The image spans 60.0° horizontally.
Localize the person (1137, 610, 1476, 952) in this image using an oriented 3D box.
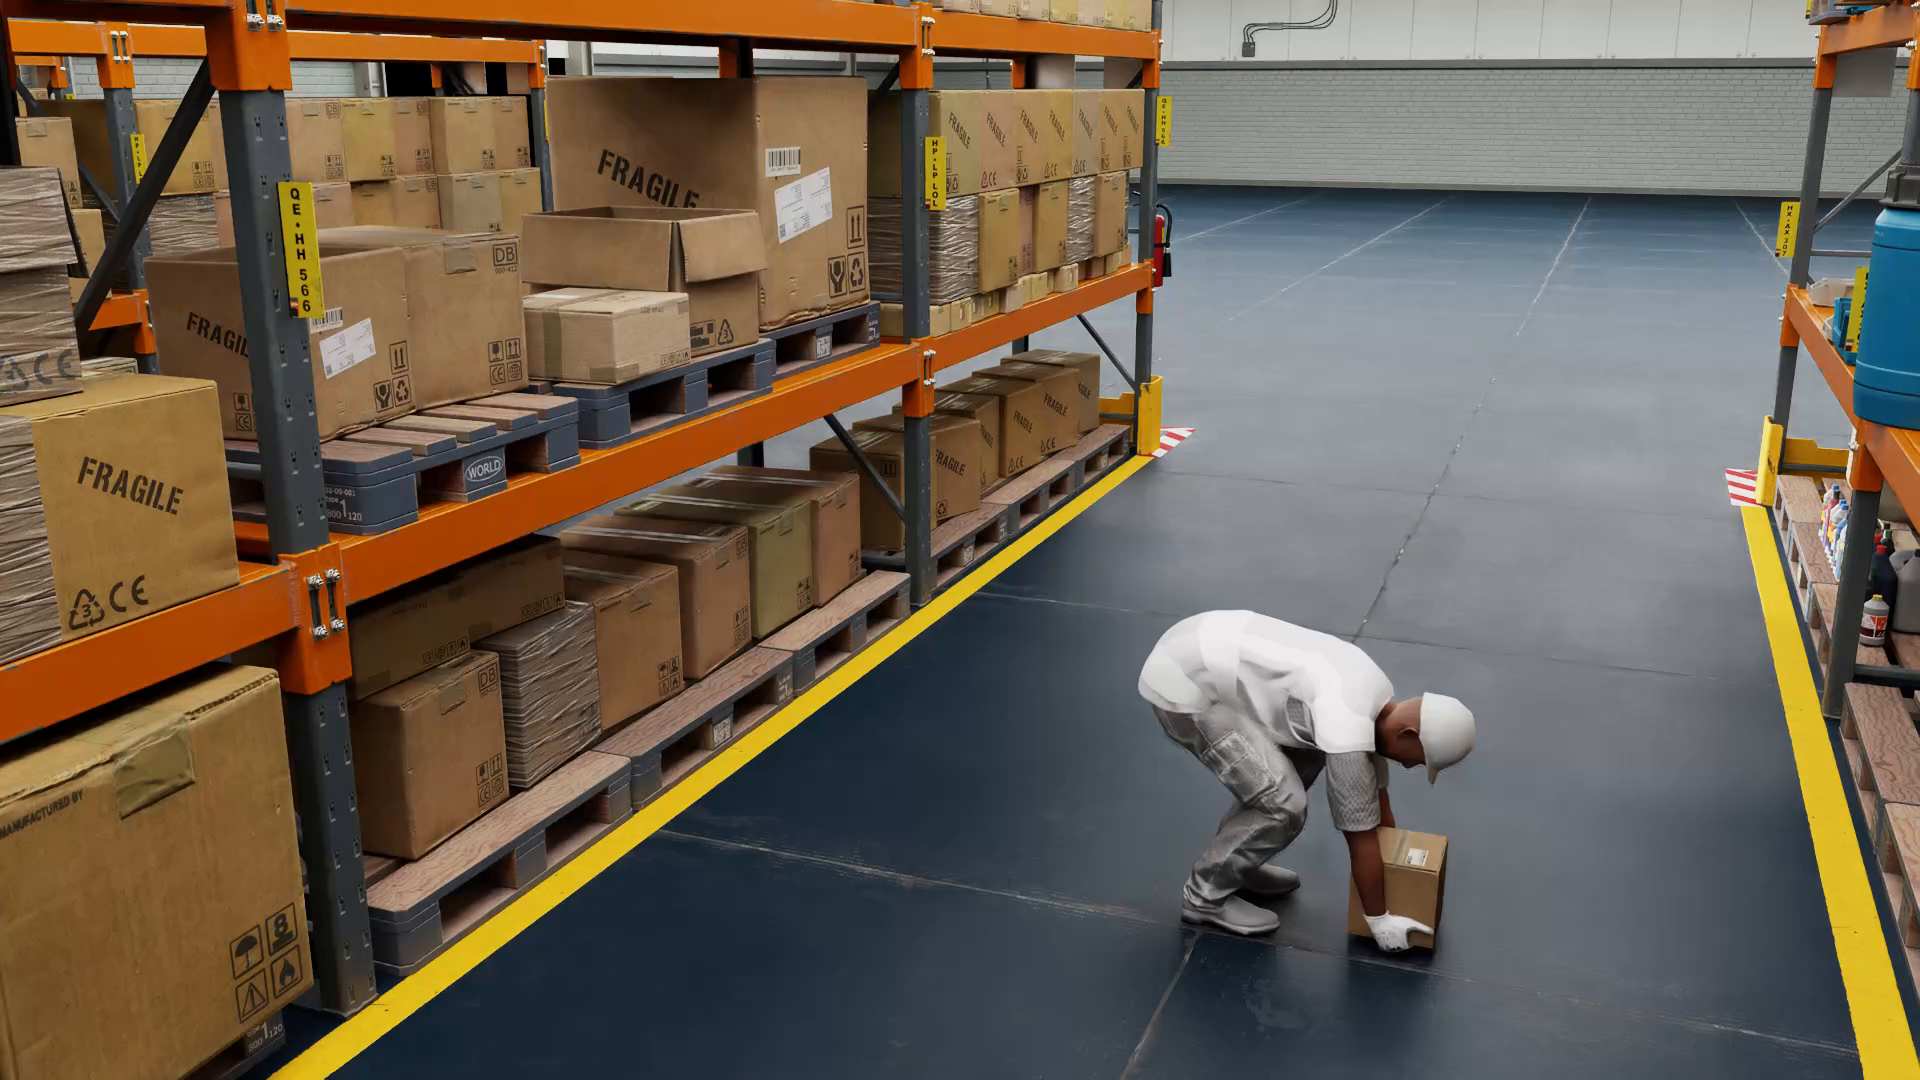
[{"bbox_3d":[1.028,0.697,5.011,0.982,0.945,0.524,5,16,18],"label":"person"}]
